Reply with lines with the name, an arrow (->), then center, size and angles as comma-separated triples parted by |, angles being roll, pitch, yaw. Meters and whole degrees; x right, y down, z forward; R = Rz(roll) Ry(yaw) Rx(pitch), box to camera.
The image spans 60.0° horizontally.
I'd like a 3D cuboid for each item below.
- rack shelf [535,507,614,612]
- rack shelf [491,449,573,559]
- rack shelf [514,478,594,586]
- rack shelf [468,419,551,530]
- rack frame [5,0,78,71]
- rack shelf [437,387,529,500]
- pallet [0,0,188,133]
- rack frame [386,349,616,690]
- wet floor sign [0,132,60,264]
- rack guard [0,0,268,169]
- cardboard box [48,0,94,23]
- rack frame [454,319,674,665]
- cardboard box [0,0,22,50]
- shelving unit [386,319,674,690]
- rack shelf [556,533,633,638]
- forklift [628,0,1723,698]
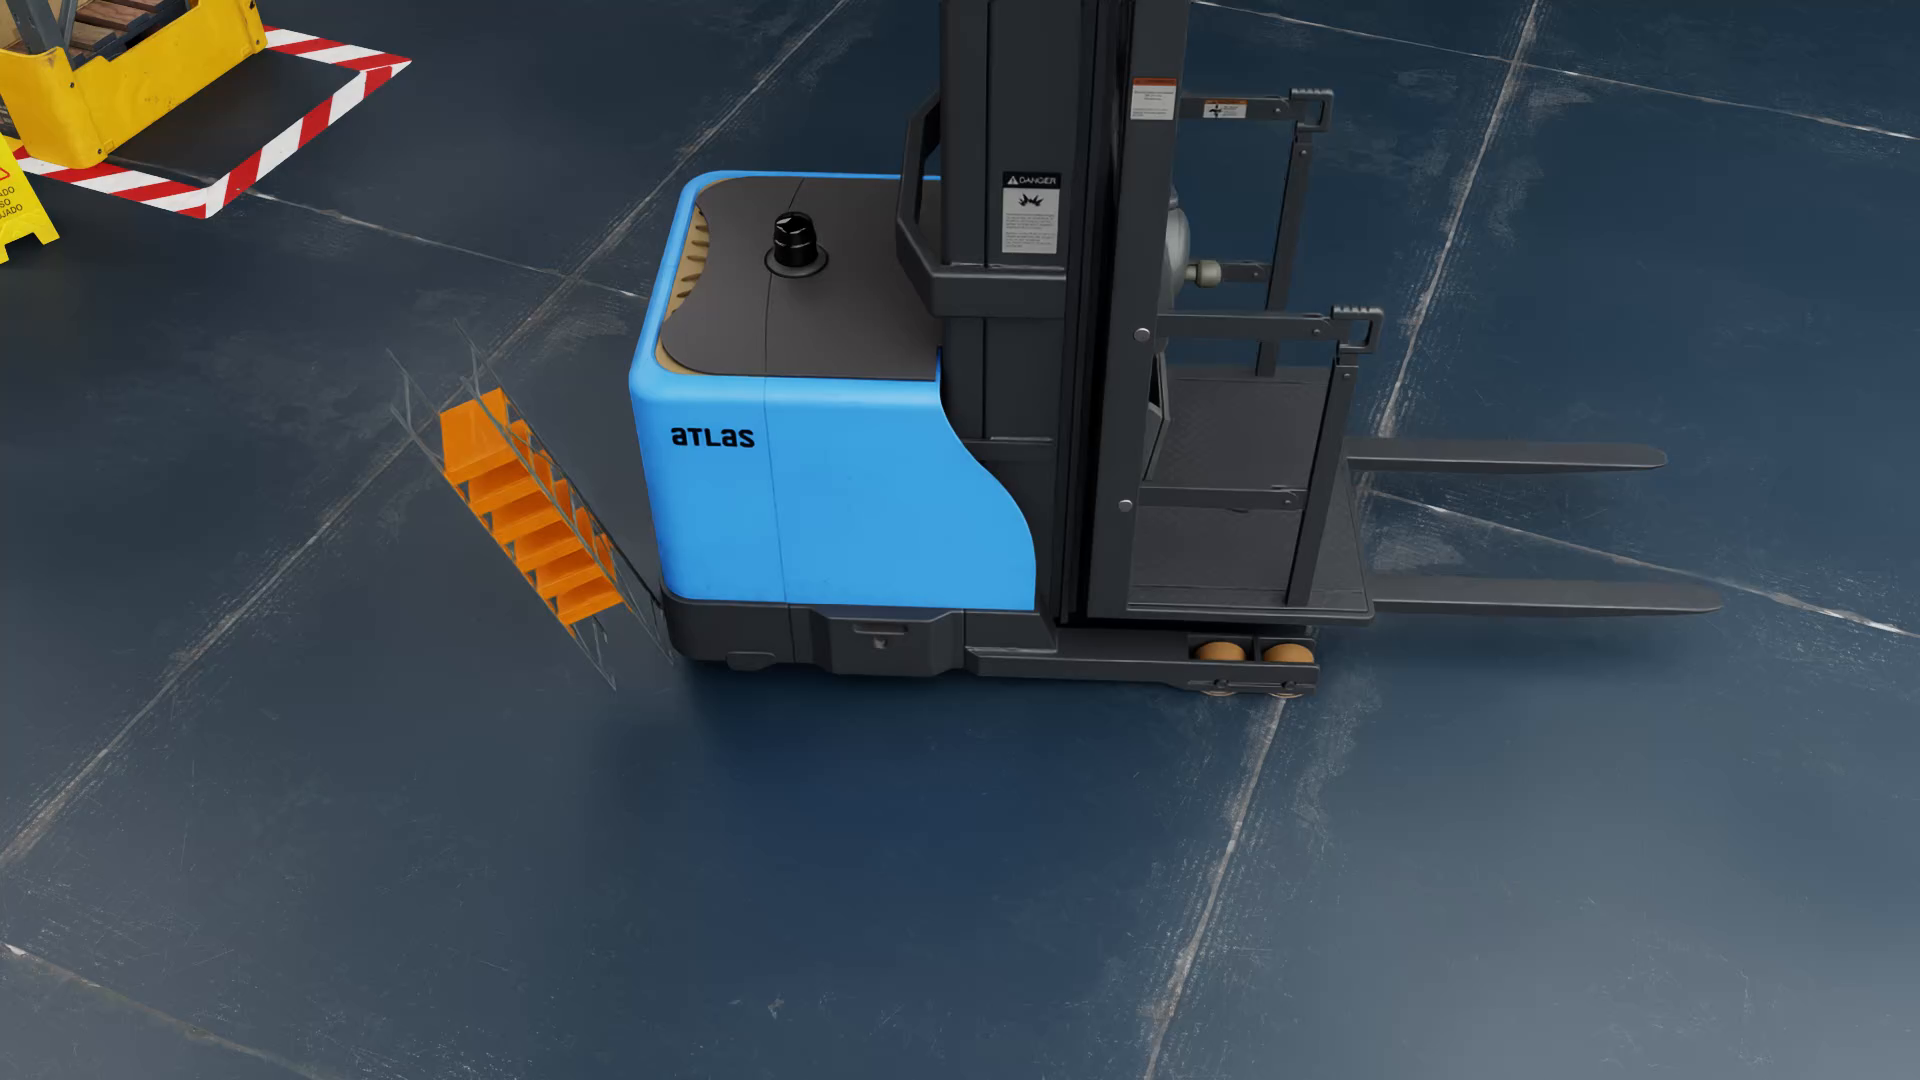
rack shelf -> -1.072, 0.047, 4.572 | 0.180, 0.103, 0.258 | -23, 47, 2
rack shelf -> -1.142, -0.102, 4.397 | 0.180, 0.103, 0.258 | -23, 47, 2
rack shelf -> -1.107, -0.028, 4.484 | 0.180, 0.103, 0.258 | -23, 47, 2
rack shelf -> -1.177, -0.176, 4.309 | 0.180, 0.103, 0.258 | -23, 47, 2
rack frame -> -3.414, -2.964, 6.102 | 0.127, 3.000, 1.000 | 16, 47, 16
rack shelf -> -1.212, -0.250, 4.222 | 0.180, 0.103, 0.258 | -23, 47, 2
pallet -> -4.221, -2.239, 7.351 | 1.213, 0.211, 1.003 | 16, 47, 16
rack frame -> -1.204, -0.019, 4.455 | 0.006, 1.200, 0.240 | -23, 47, 2
wet floor sign -> -3.651, -1.381, 6.180 | 0.232, 0.644, 0.267 | 33, 54, 29
rack guard -> -3.484, -2.098, 7.004 | 0.348, 0.500, 1.175 | 16, 47, 16
cardboard box -> -4.052, -2.537, 7.325 | 0.500, 0.250, 0.500 | 16, 47, 16
rack frame -> -1.036, -0.091, 4.449 | 0.006, 1.200, 0.240 | -23, 47, 2
cardboard box -> -4.286, -2.189, 6.975 | 0.500, 0.250, 0.500 | 16, 47, 16
shelving unit -> -1.120, -0.055, 4.452 | 0.189, 1.200, 0.258 | -23, 47, 2
rack shelf -> -1.038, 0.121, 4.660 | 0.180, 0.103, 0.258 | -23, 47, 2
forklift -> 0.680, -0.969, 4.146 | 3.031, 2.935, 1.130 | 2, 45, 2
